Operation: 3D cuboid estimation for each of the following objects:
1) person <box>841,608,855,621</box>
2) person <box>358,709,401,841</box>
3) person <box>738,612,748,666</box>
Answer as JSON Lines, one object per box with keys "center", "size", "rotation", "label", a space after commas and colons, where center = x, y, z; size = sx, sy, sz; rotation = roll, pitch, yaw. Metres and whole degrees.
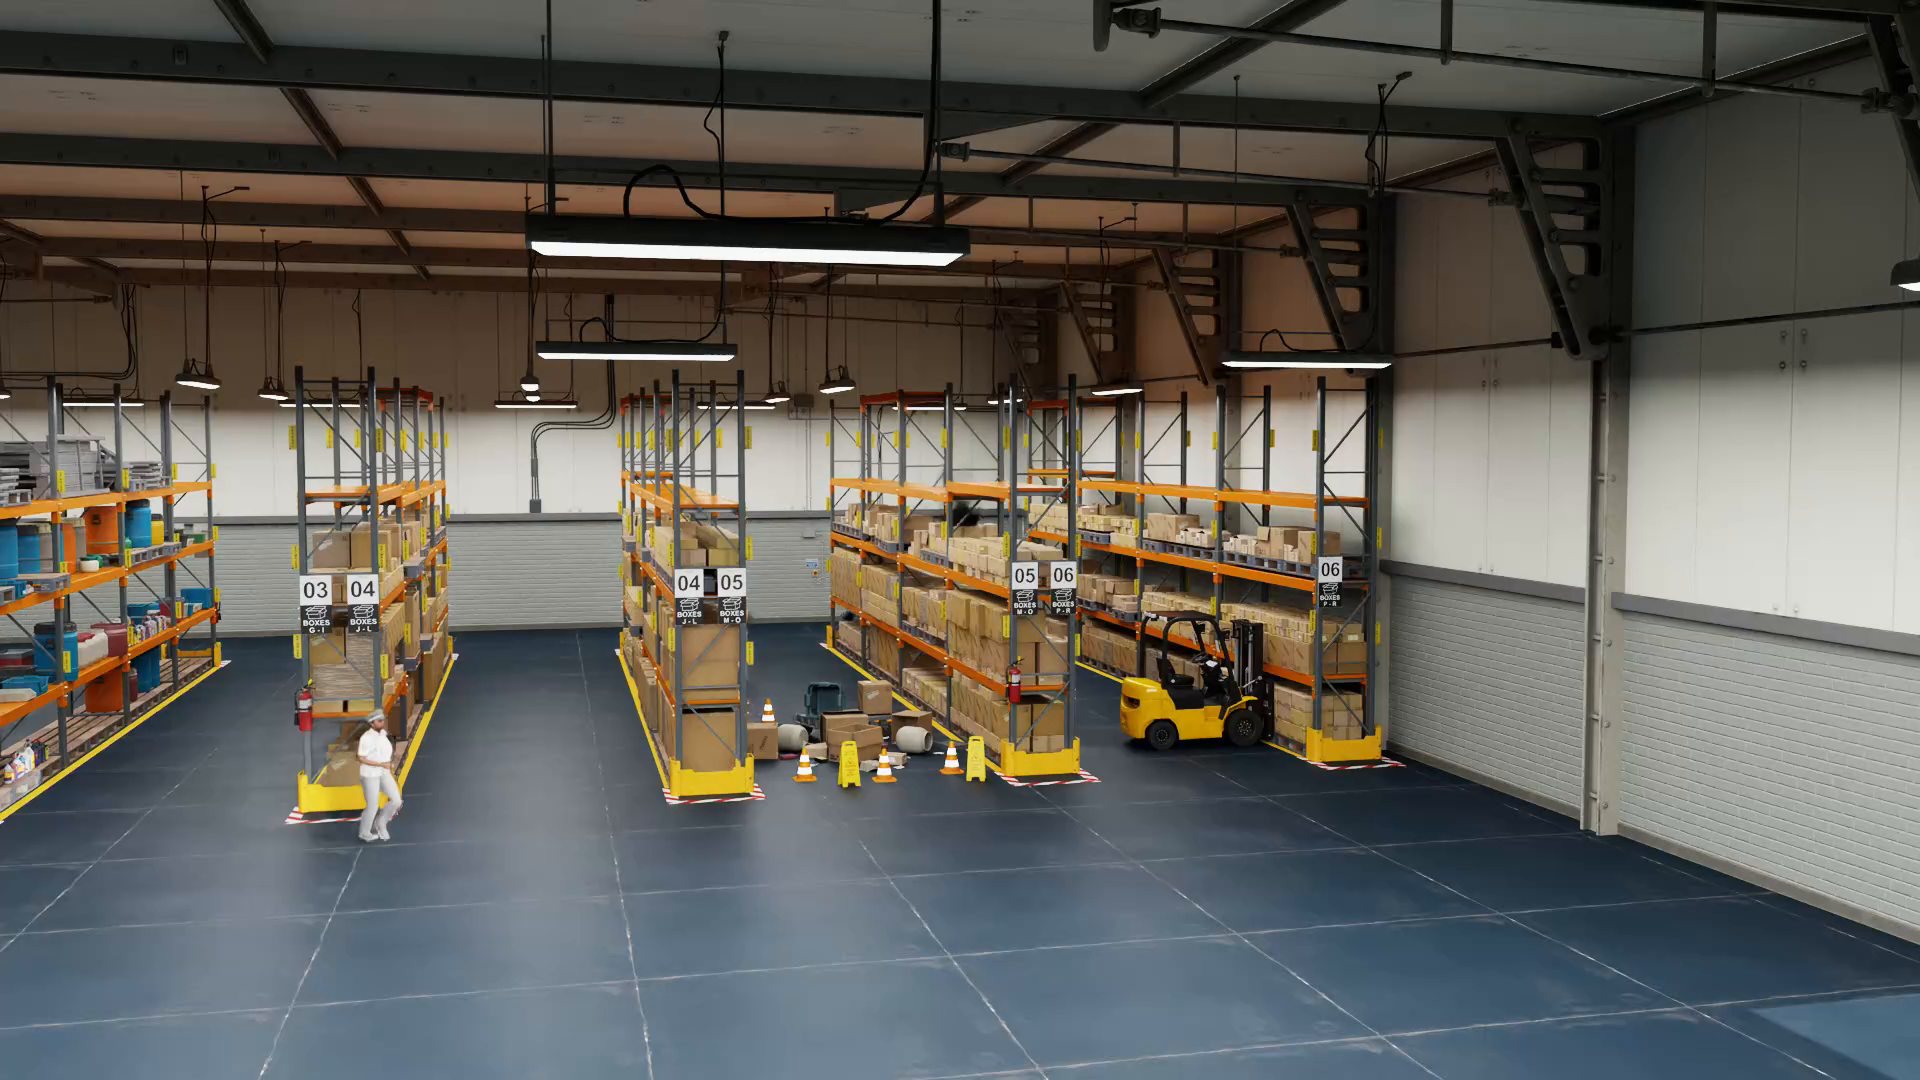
{"center": [-2.799, 1.736, 41.778], "size": [0.554, 1.546, 0.552], "rotation": [1, 4, 14], "label": "person"}
{"center": [-7.228, 2.936, 20.675], "size": [0.644, 1.695, 0.579], "rotation": [2, 4, 25], "label": "person"}
{"center": [-4.975, 1.993, 36.639], "size": [0.546, 1.700, 0.784], "rotation": [-1, 4, -20], "label": "person"}
